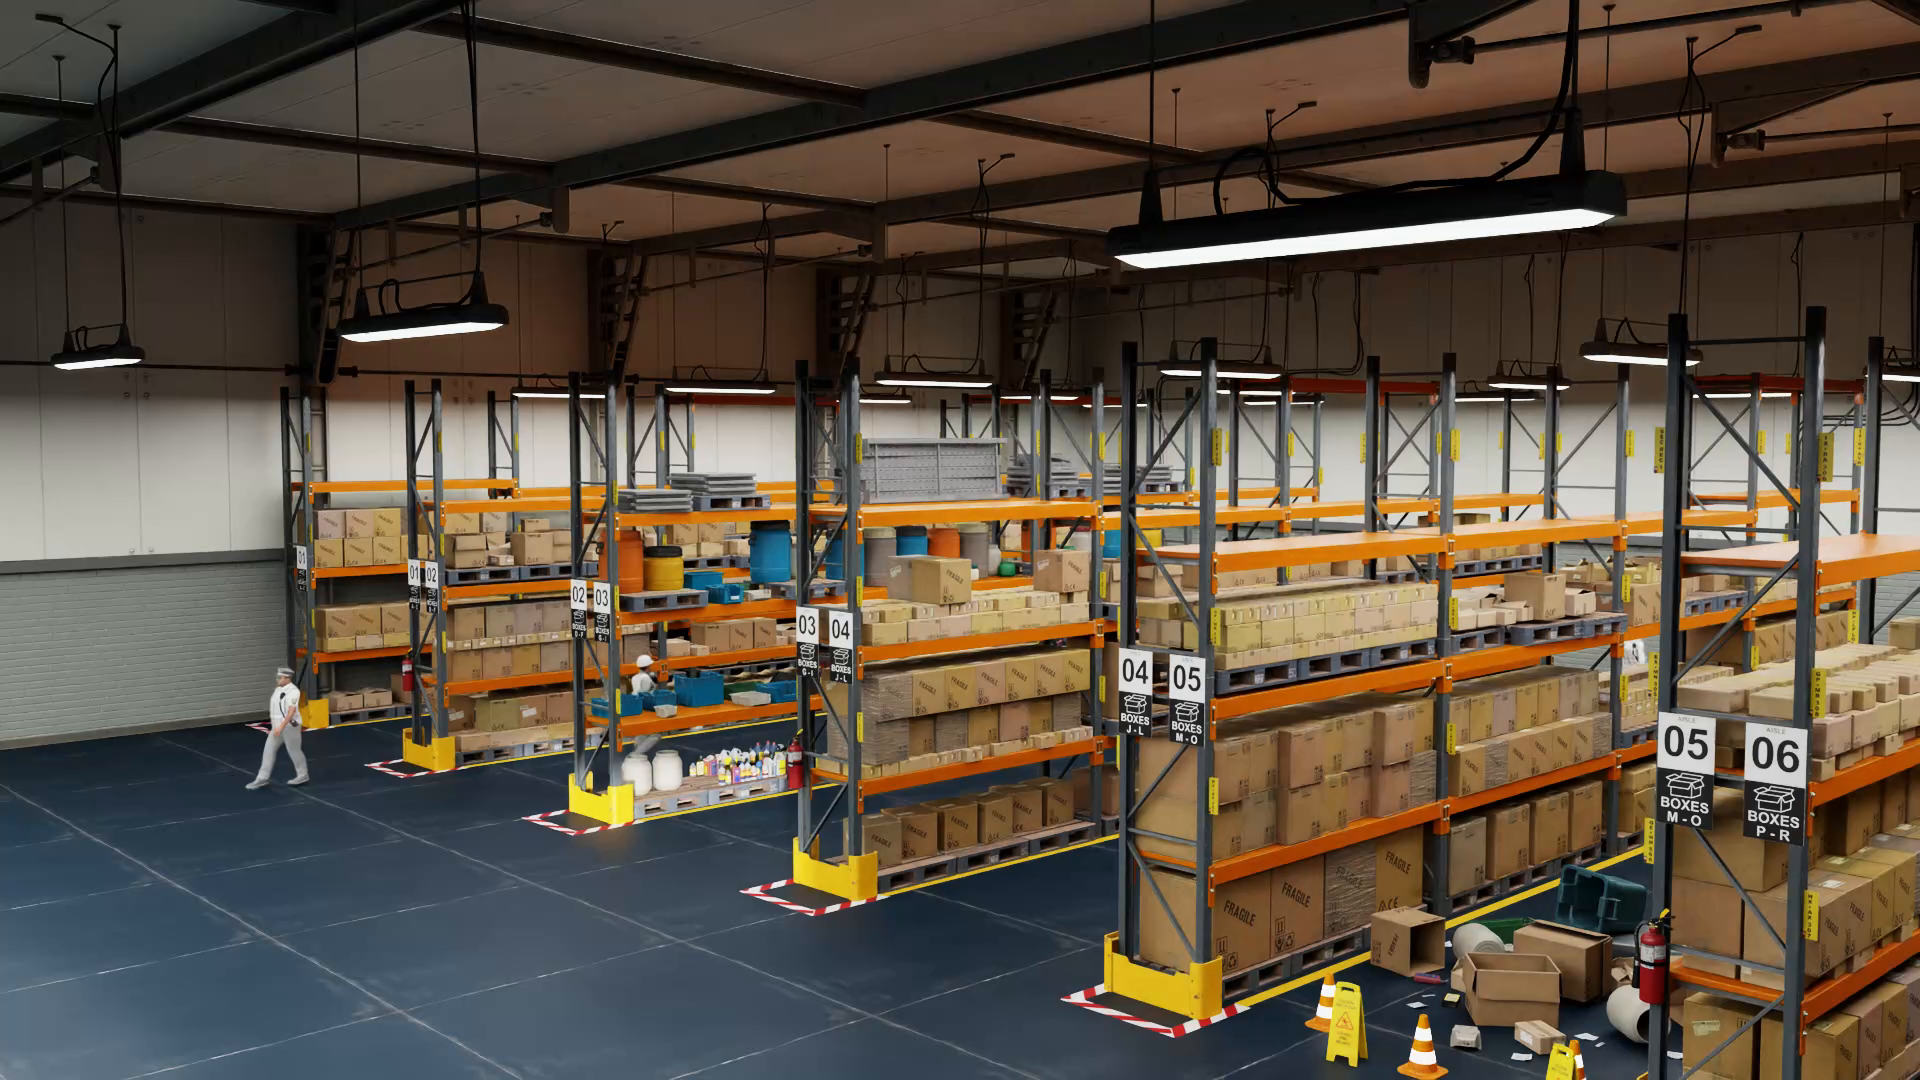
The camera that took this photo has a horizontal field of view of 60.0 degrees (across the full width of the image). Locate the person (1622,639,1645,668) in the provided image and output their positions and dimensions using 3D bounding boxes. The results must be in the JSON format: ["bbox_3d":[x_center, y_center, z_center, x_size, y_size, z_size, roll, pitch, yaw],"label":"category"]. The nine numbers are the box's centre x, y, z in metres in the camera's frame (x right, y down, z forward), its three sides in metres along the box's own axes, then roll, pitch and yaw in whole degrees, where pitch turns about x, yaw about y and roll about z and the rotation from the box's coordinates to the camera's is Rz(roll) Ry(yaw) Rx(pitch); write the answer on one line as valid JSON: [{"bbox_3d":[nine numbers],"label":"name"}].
[{"bbox_3d":[12.414,2.367,30.701,0.459,1.618,1.047,2,4,28],"label":"person"}]

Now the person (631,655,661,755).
[{"bbox_3d":[-4.878,2.646,25.493,0.478,1.763,0.570,-2,4,-34],"label":"person"}]

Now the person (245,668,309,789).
[{"bbox_3d":[-9.928,2.726,24.245,0.546,1.736,0.848,2,4,33],"label":"person"}]
